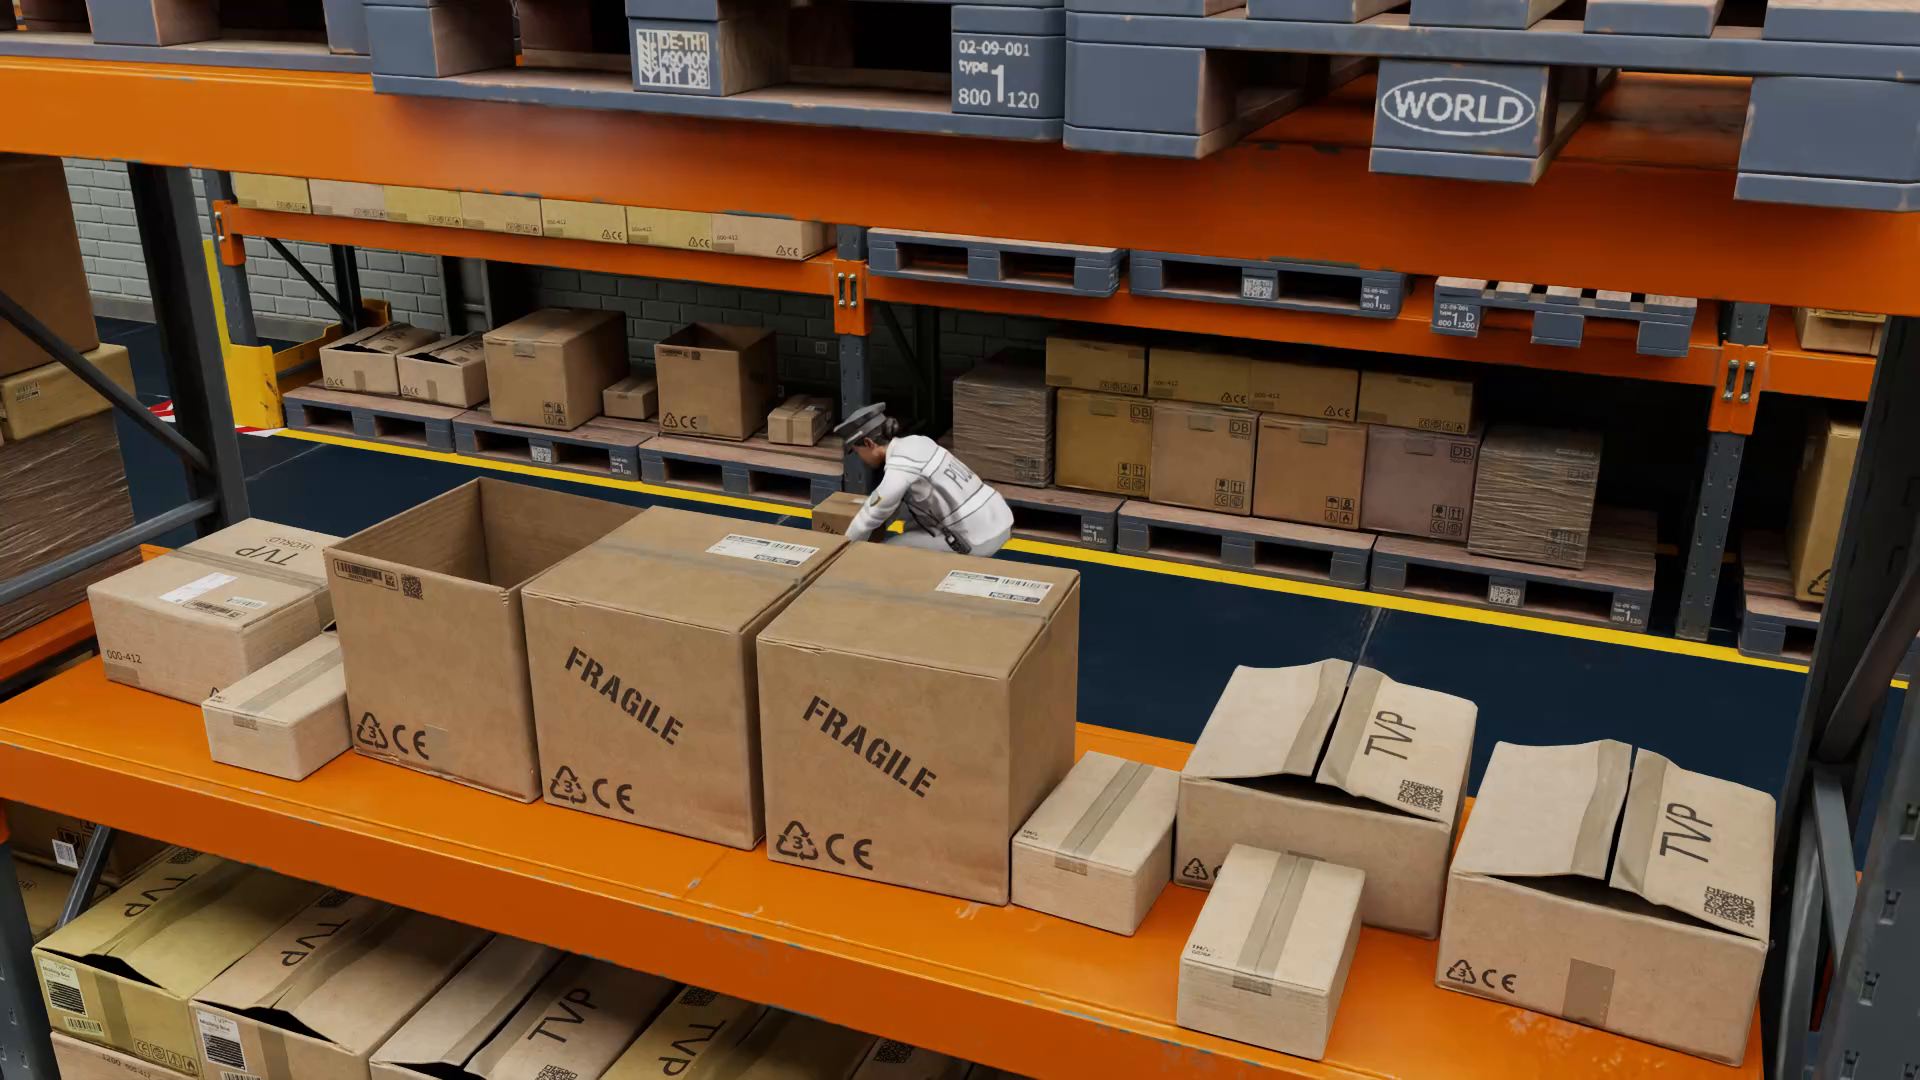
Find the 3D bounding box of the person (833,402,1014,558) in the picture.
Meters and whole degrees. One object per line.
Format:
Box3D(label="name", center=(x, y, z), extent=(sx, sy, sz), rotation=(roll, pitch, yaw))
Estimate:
Box3D(label="person", center=(-0.183, -0.134, 7.352), extent=(0.830, 0.961, 0.494), rotation=(9, 24, 20))
